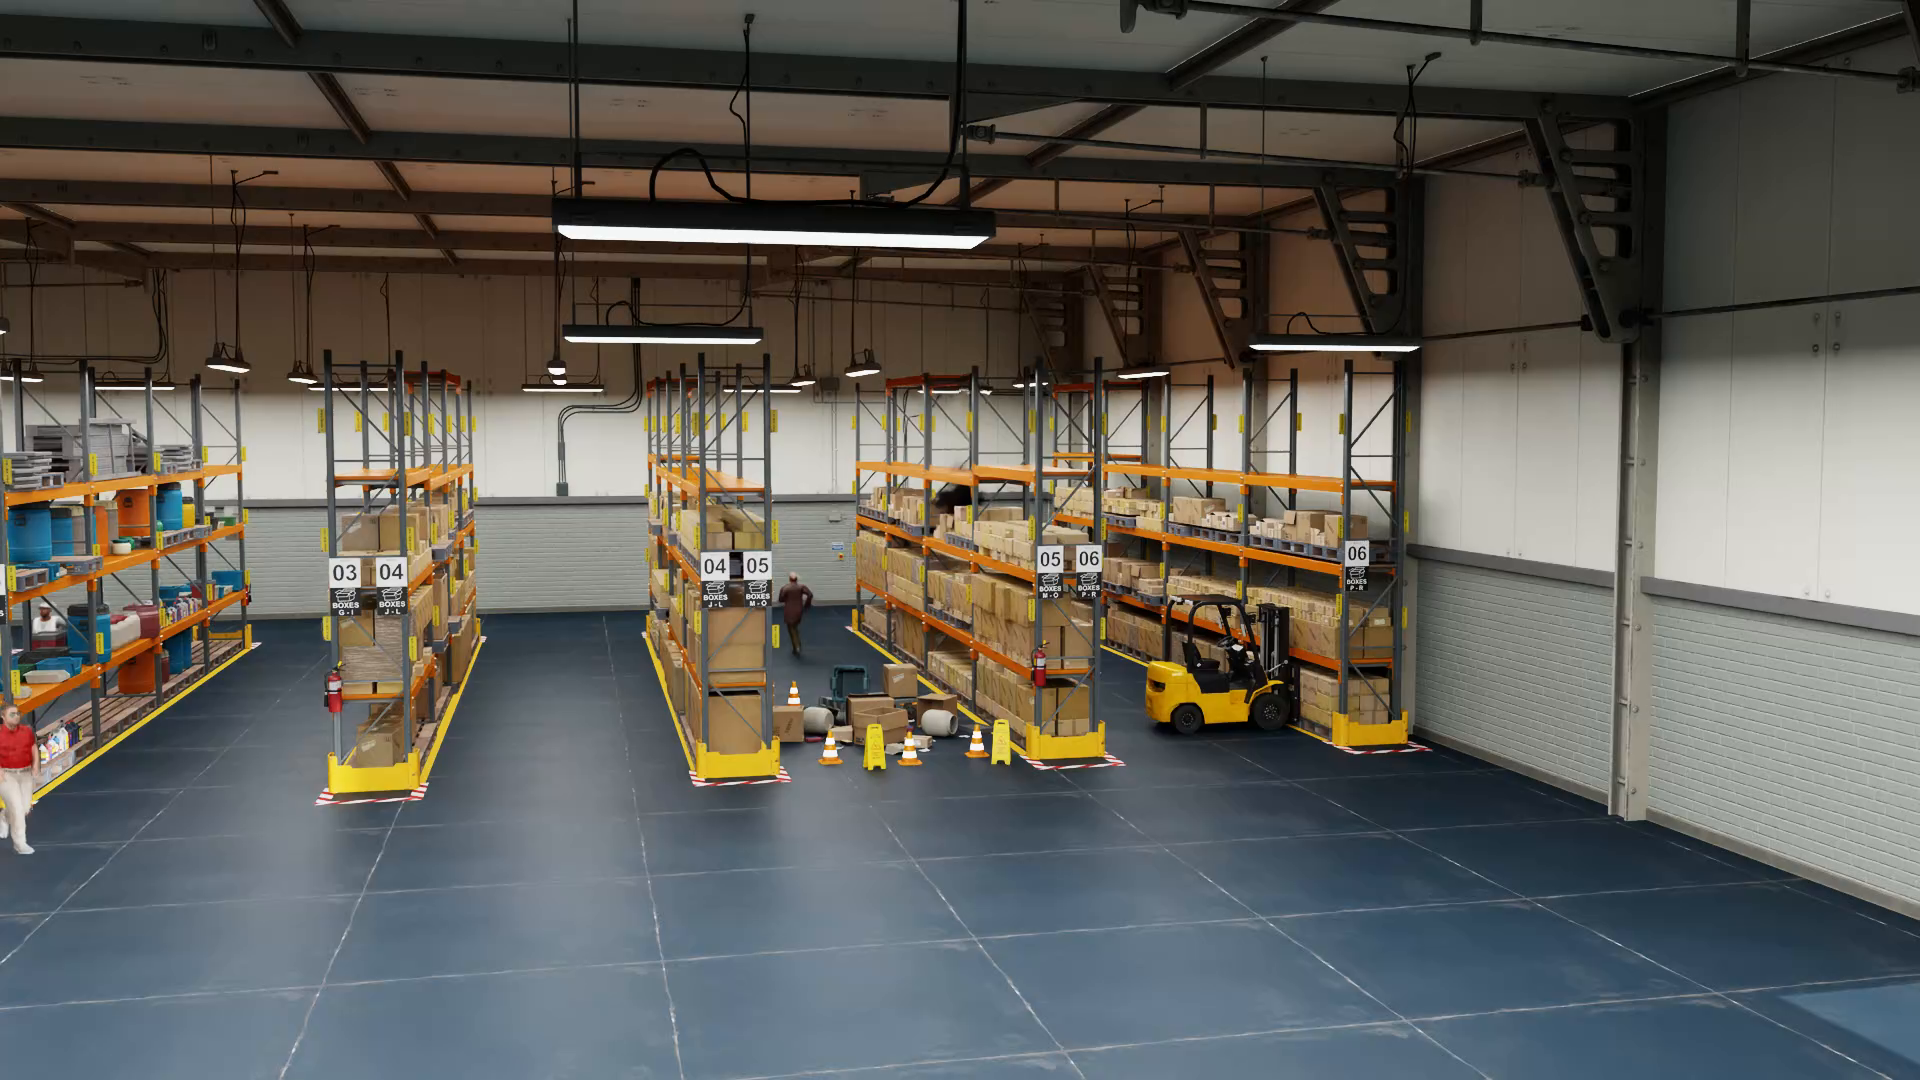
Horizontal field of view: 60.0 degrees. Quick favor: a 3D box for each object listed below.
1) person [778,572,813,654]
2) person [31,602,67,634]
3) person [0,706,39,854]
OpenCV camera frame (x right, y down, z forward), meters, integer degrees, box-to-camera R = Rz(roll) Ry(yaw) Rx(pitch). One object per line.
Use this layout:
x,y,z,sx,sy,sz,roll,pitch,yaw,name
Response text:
-3.608,1.609,36.121,0.674,1.829,0.811,-2,5,-30,person
-16.638,2.020,30.334,0.689,1.789,0.724,0,4,-1,person
-11.196,2.801,19.587,0.818,1.719,0.662,2,4,28,person
